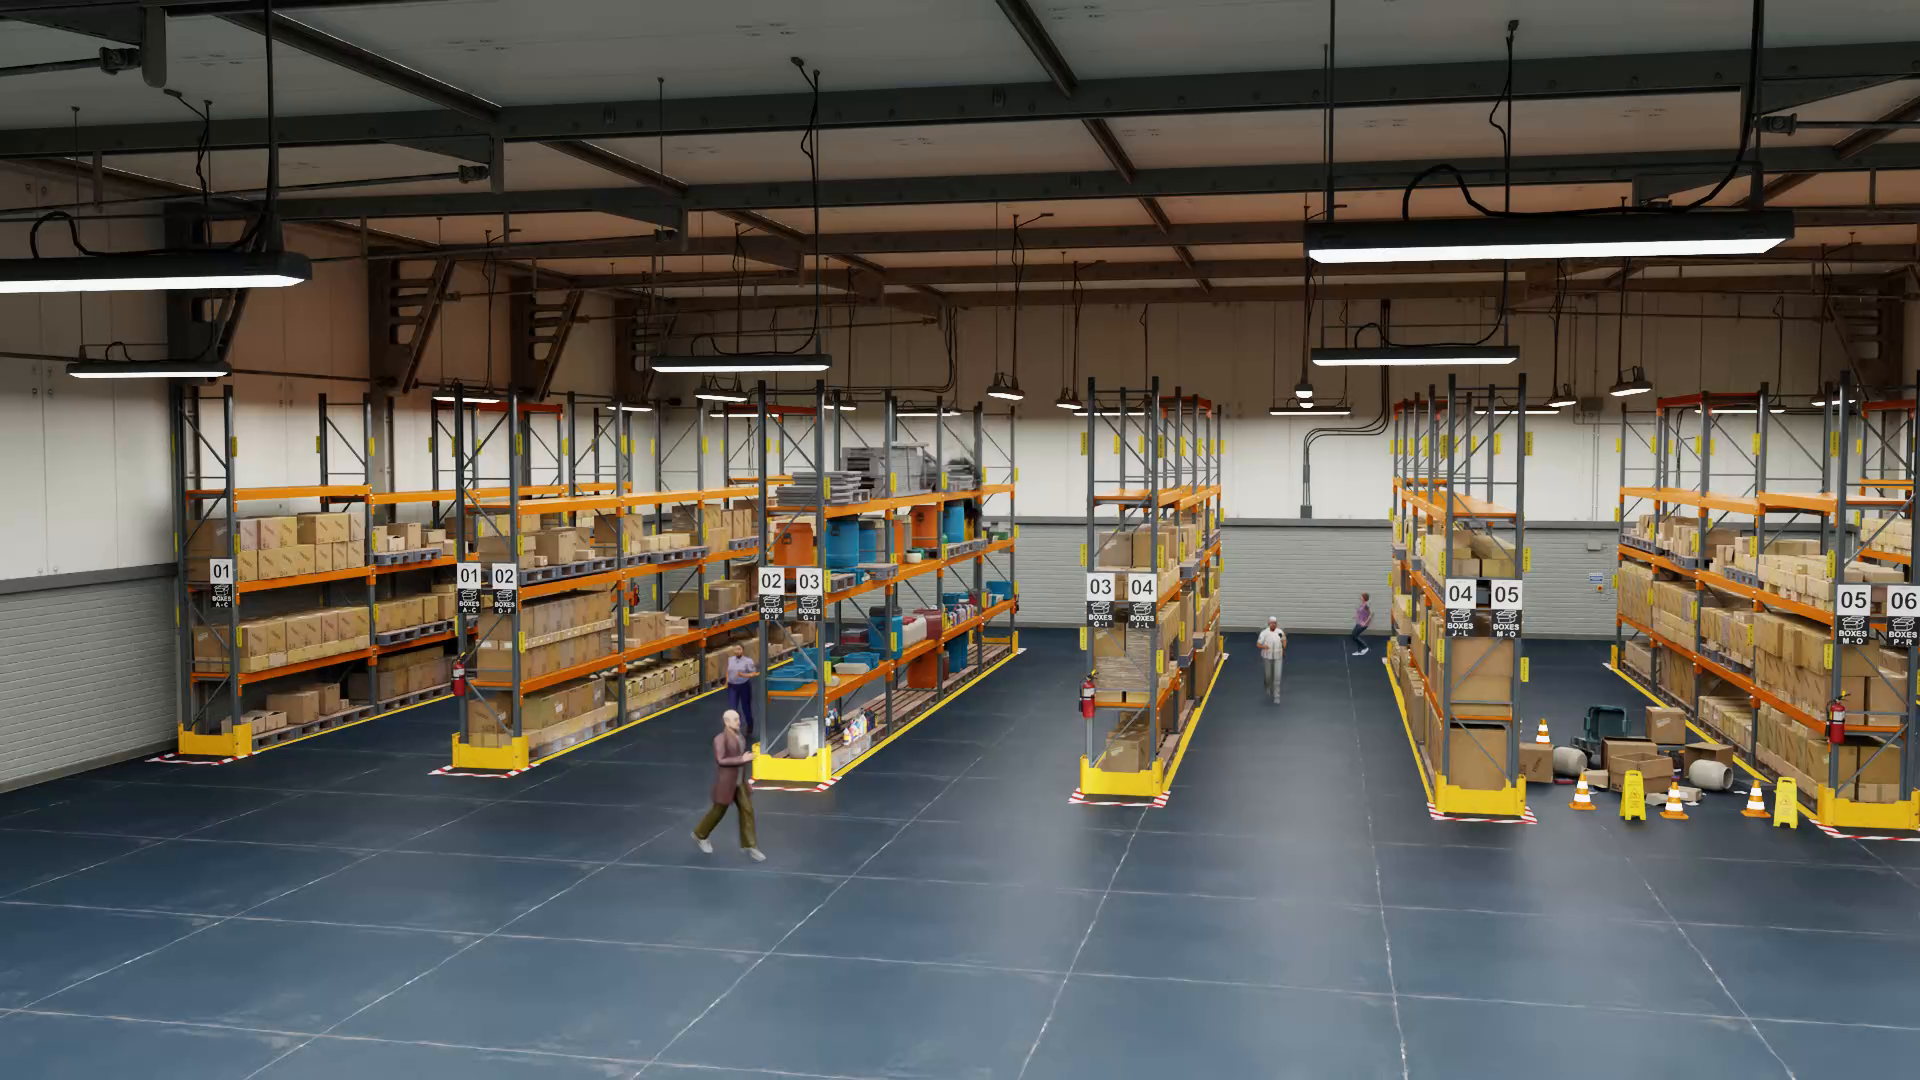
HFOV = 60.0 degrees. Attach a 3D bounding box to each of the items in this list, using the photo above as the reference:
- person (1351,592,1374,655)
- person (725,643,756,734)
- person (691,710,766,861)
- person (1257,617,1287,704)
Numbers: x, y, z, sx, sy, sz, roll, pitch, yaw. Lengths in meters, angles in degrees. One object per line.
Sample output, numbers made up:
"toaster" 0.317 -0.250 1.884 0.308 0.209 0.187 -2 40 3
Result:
"person" 9.583 2.014 39.793 0.432 1.543 0.561 0 3 2
"person" -3.744 2.569 28.362 0.599 1.651 0.903 0 3 6
"person" -2.816 2.952 20.180 1.033 1.797 0.690 2 4 29
"person" 6.126 2.332 32.620 0.606 1.665 0.925 0 3 4
